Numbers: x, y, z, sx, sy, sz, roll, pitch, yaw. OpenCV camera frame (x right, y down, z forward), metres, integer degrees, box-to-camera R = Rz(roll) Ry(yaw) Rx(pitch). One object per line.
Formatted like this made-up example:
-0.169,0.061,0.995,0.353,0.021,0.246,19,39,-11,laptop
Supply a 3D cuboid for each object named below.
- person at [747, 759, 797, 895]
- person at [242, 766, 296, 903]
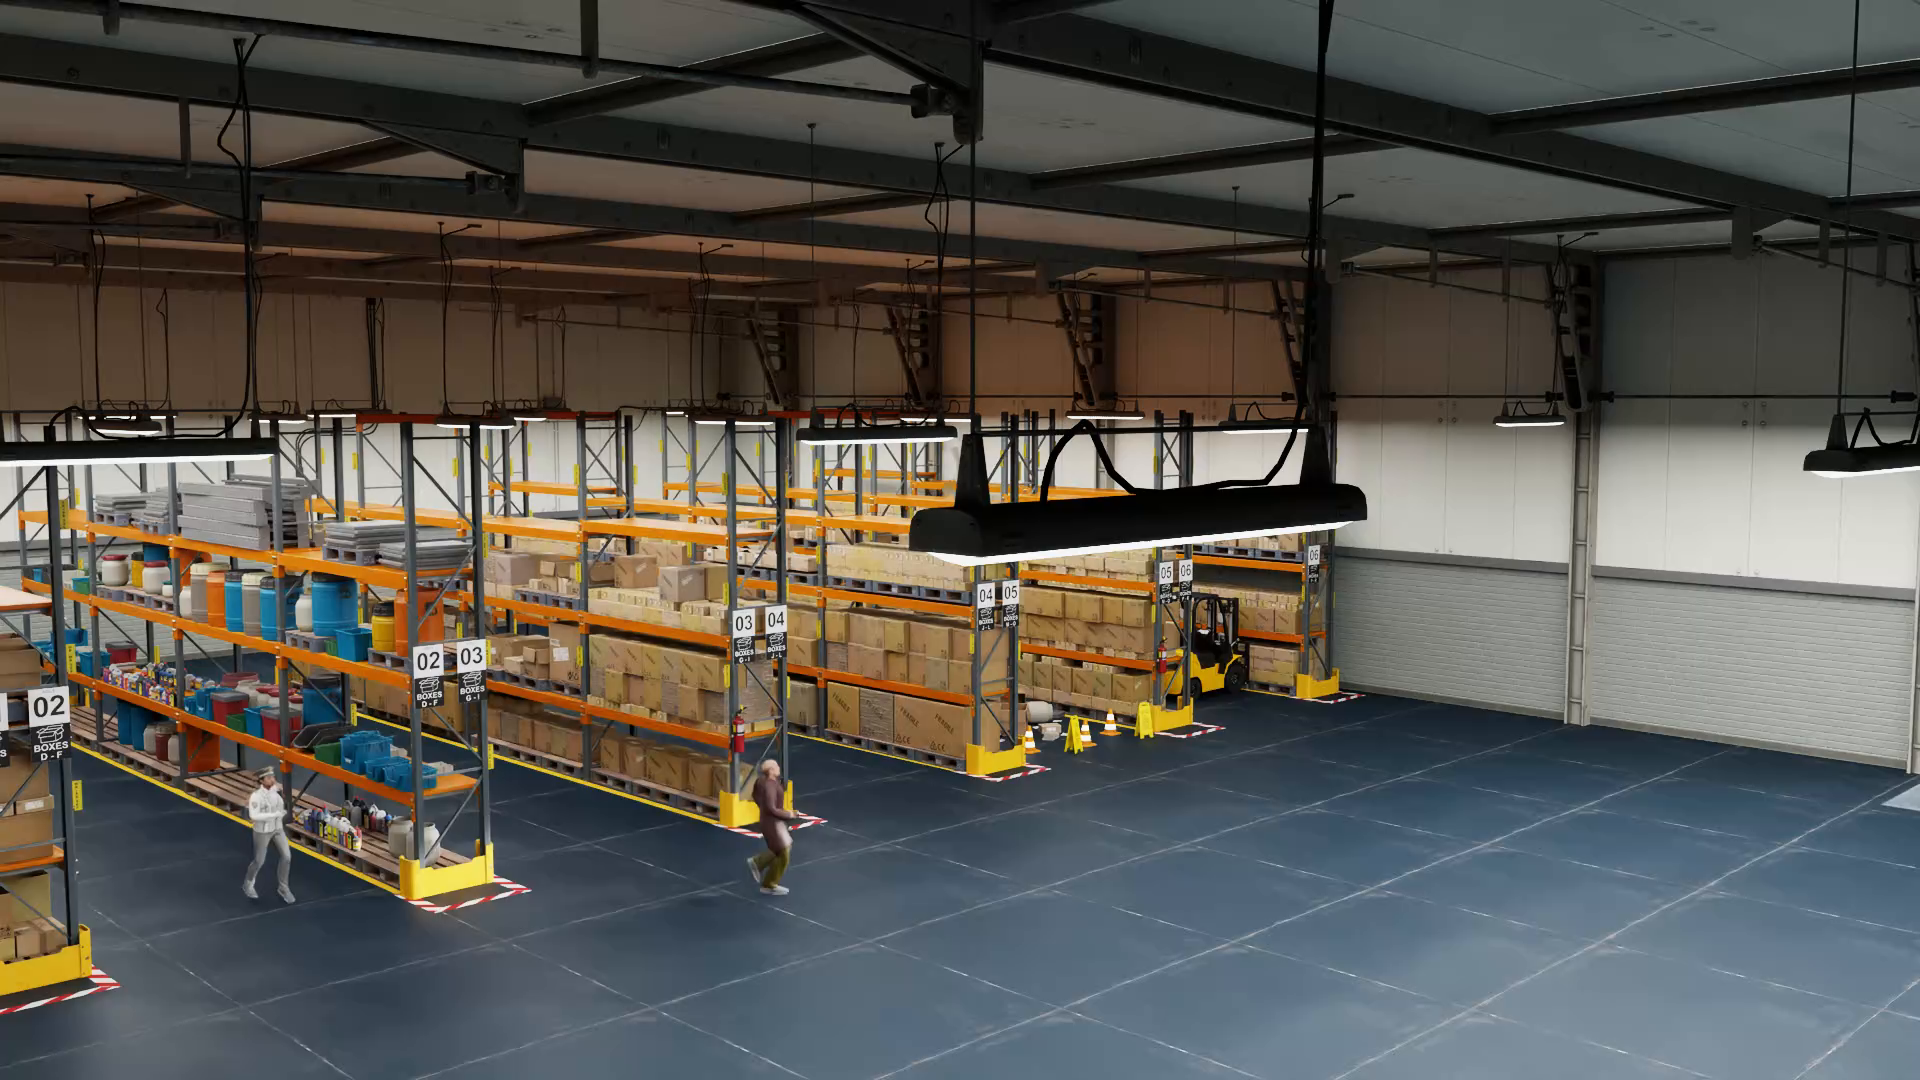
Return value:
-2.384,3.637,21.096,0.613,1.736,0.768,-2,5,-18,person
-8.651,3.676,20.832,0.767,1.758,0.479,2,5,25,person
